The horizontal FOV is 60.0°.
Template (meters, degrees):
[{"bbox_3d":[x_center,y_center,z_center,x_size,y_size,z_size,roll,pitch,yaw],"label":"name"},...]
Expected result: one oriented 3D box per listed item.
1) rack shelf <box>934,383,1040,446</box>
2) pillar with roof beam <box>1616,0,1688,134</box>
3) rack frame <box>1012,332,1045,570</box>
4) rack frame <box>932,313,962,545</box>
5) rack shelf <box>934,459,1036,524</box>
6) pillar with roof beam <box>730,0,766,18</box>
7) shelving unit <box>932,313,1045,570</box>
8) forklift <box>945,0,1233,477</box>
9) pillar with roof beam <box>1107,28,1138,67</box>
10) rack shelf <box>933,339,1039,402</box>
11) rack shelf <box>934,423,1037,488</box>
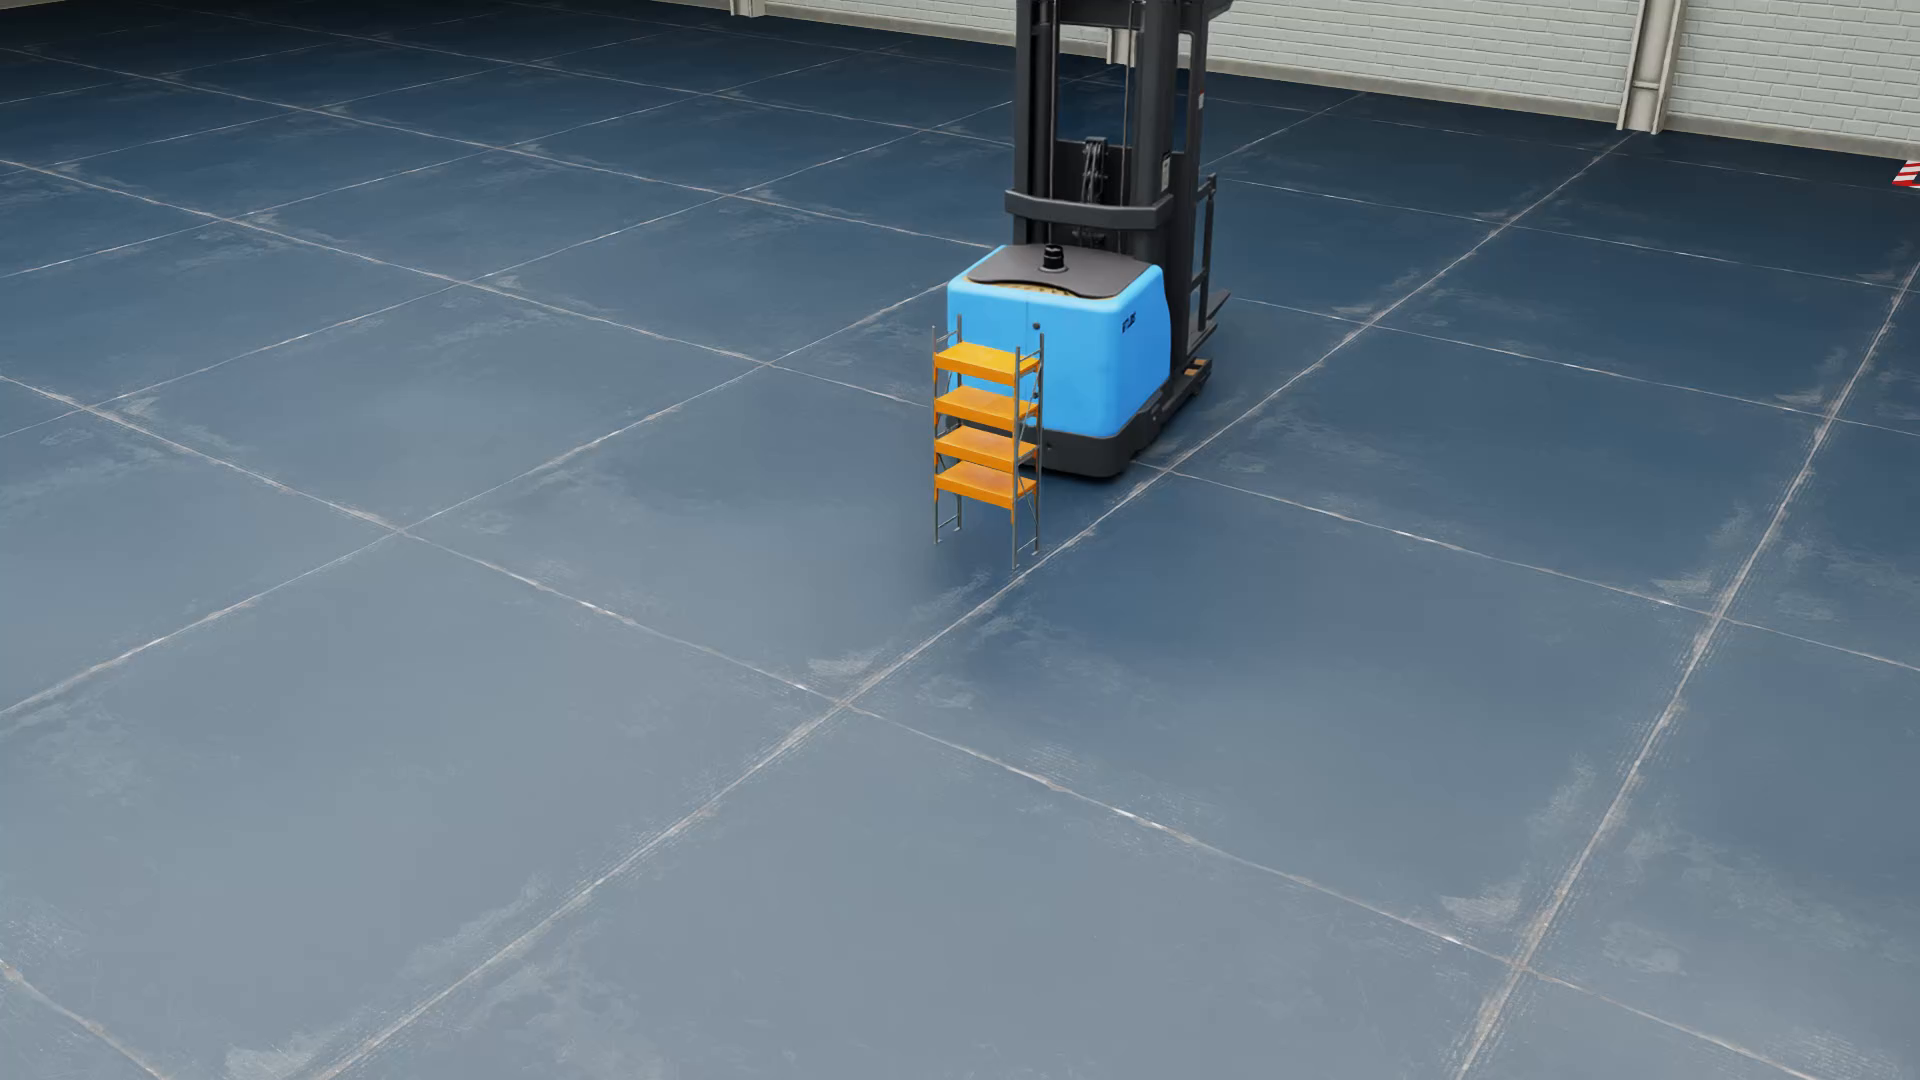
[{"bbox_3d":[0.136,-0.632,8.323,0.480,0.148,0.258,17,32,30],"label":"rack shelf"},{"bbox_3d":[4.521,-6.607,11.811,0.400,9.000,9.100,17,32,30],"label":"pillar with roof beam"},{"bbox_3d":[0.338,-0.430,8.271,0.015,1.200,0.240,17,32,30],"label":"rack frame"},{"bbox_3d":[-0.065,-0.555,8.517,0.015,1.200,0.240,17,32,30],"label":"rack frame"},{"bbox_3d":[0.136,-0.255,8.515,0.480,0.148,0.258,17,32,30],"label":"rack shelf"},{"bbox_3d":[-5.370,-9.688,17.866,0.400,9.000,9.100,17,32,30],"label":"pillar with roof beam"},{"bbox_3d":[0.136,-0.492,8.394,0.503,1.200,0.258,17,32,30],"label":"shelving unit"},{"bbox_3d":[0.977,-2.299,10.036,1.130,2.935,3.031,11,29,21],"label":"forklift"},{"bbox_3d":[-0.425,-8.148,14.839,0.400,9.000,9.100,17,32,30],"label":"pillar with roof beam"},{"bbox_3d":[0.136,-0.842,8.216,0.480,0.148,0.258,17,32,30],"label":"rack shelf"},{"bbox_3d":[0.136,-0.432,8.425,0.480,0.148,0.258,17,32,30],"label":"rack shelf"}]
